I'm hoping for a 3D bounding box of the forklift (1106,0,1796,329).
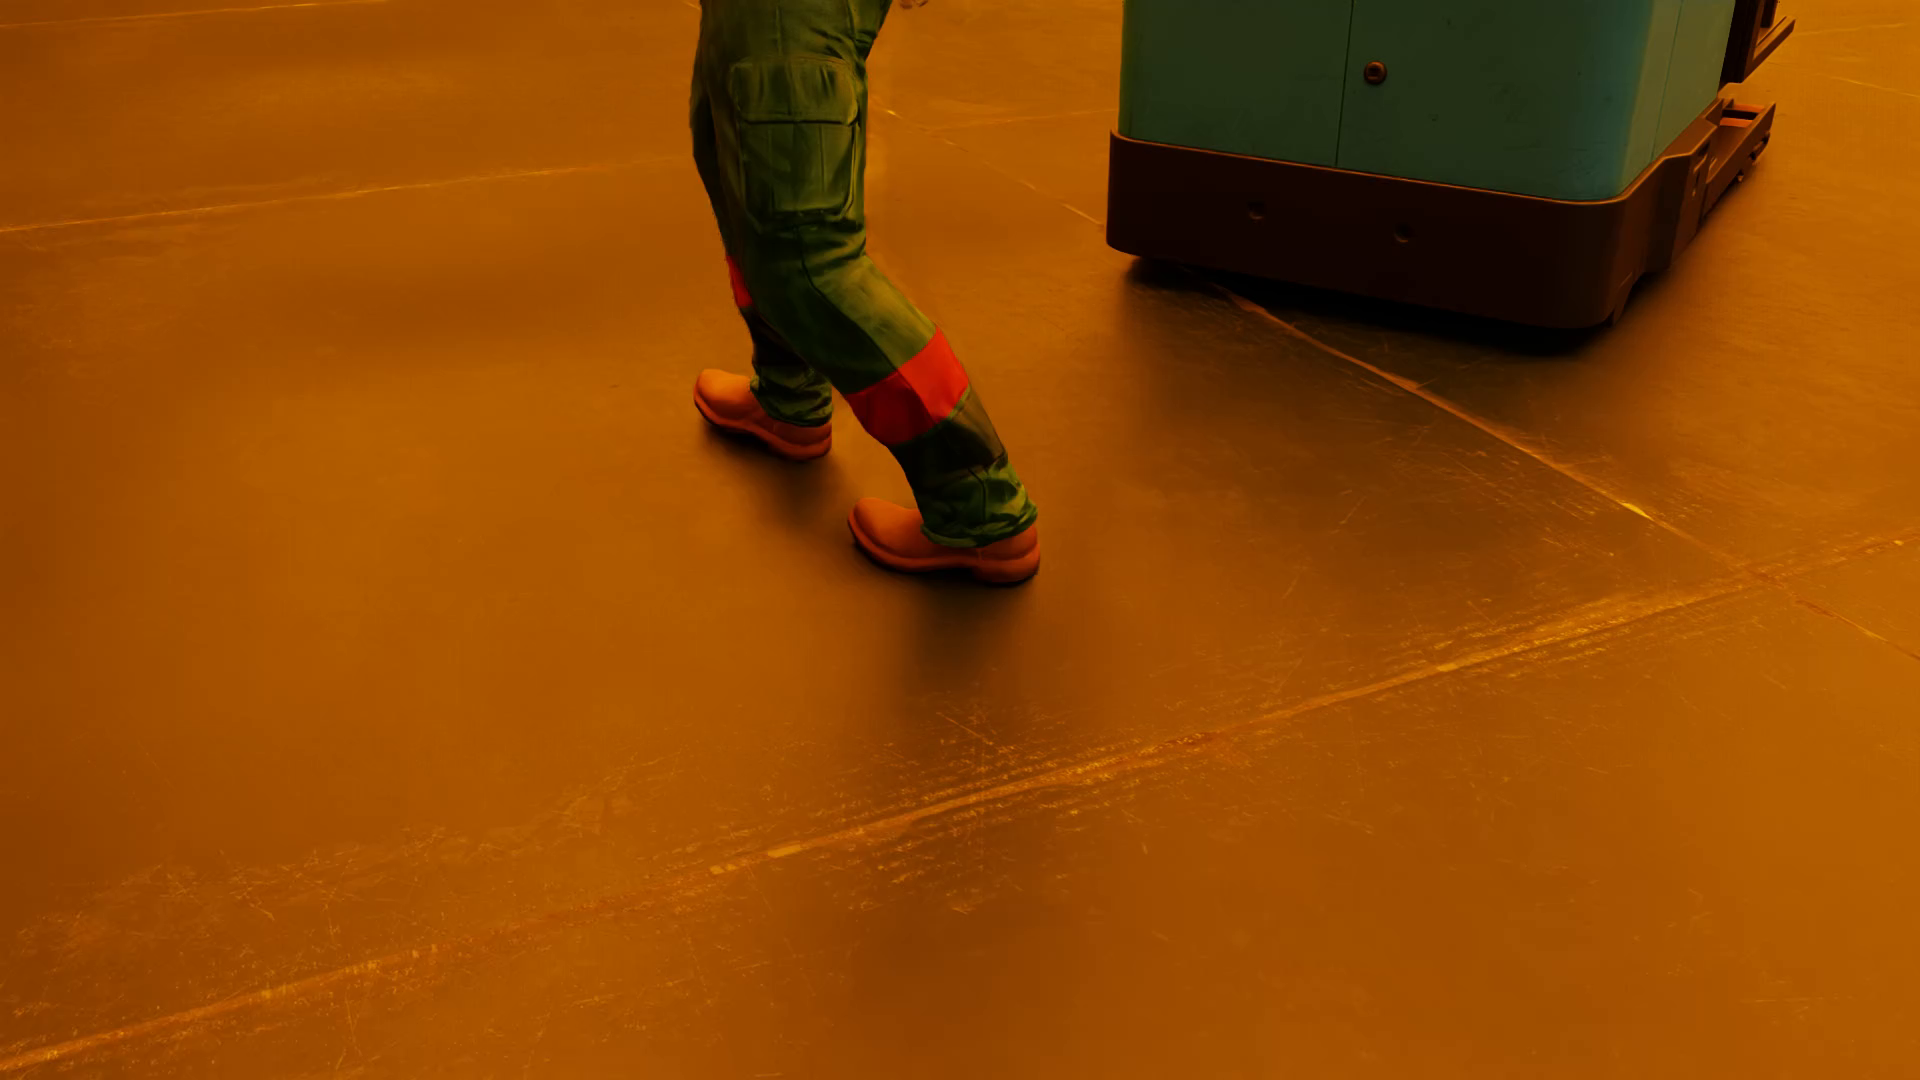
[{"bbox_3d":[1.521,-2.329,3.829,1.130,2.935,3.031,16,31,28],"label":"forklift"}]

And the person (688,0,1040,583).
[{"bbox_3d":[-0.243,-0.834,2.274,0.818,1.704,0.722,5,28,10],"label":"person"}]
